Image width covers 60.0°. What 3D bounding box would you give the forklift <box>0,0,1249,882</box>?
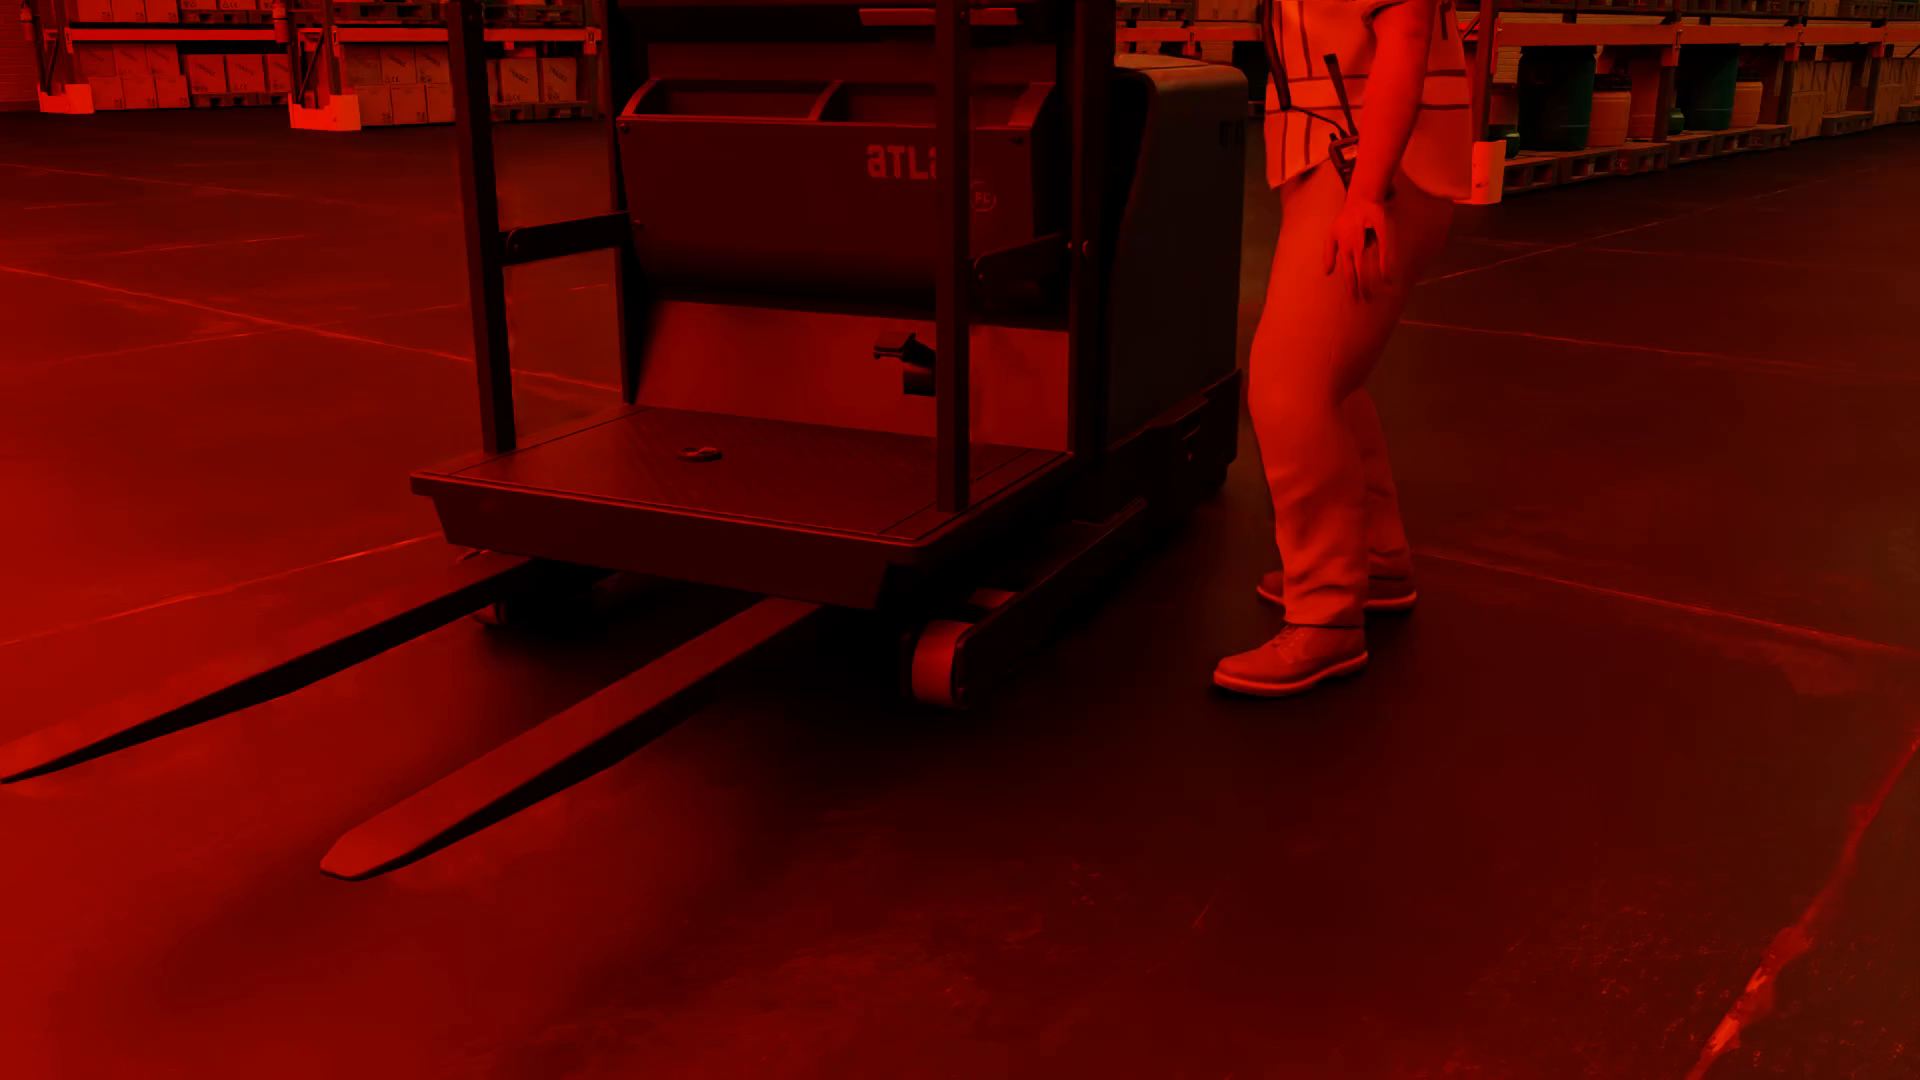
[{"bbox_3d":[-0.347,-1.241,2.986,1.130,2.935,3.031,8,19,24],"label":"forklift"}]

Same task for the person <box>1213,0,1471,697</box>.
[{"bbox_3d":[0.735,-0.643,3.116,0.423,1.722,0.861,3,17,11],"label":"person"}]
